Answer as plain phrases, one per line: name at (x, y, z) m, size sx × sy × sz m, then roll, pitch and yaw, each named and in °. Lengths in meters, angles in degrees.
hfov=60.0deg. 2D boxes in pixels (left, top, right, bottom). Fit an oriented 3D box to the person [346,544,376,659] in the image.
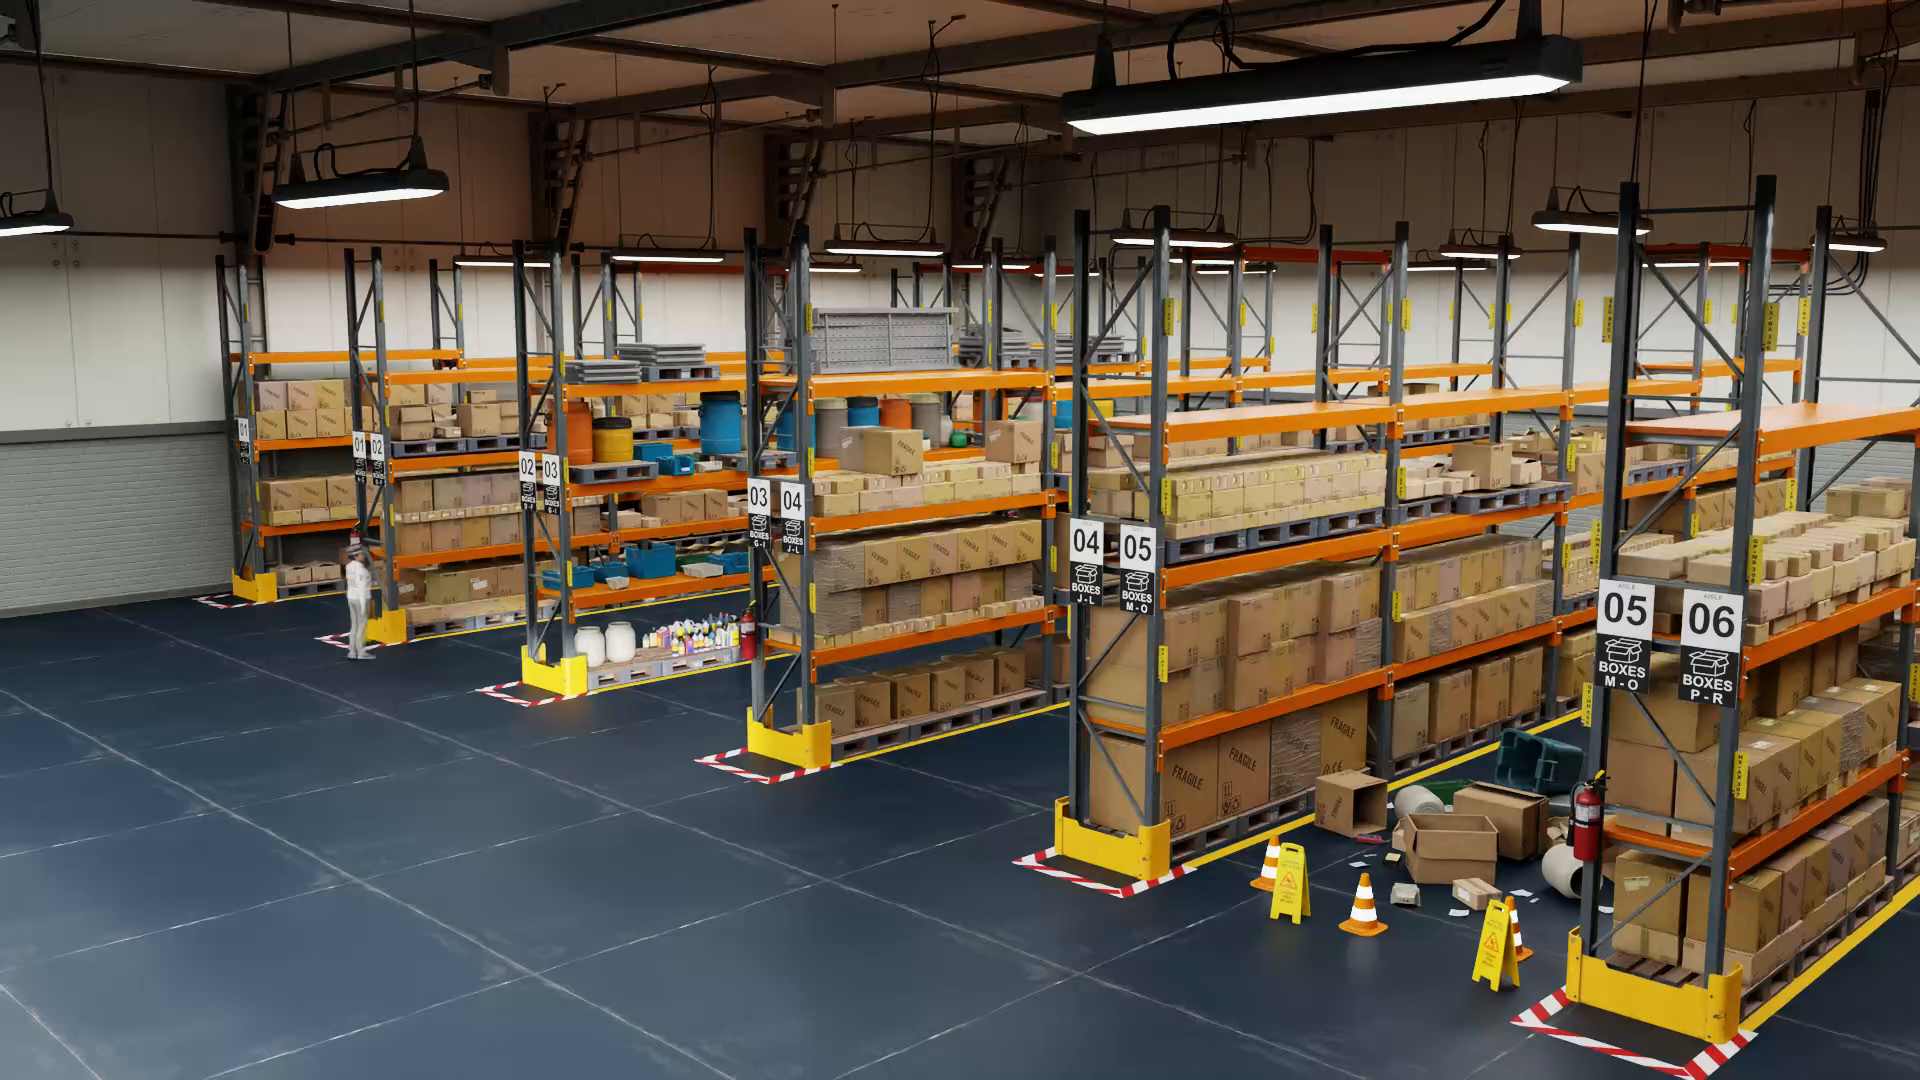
person at (-8.768, 0.903, 24.285) m, size 0.567 × 1.705 × 0.362 m, roll 7°, pitch 11°, yaw 40°
